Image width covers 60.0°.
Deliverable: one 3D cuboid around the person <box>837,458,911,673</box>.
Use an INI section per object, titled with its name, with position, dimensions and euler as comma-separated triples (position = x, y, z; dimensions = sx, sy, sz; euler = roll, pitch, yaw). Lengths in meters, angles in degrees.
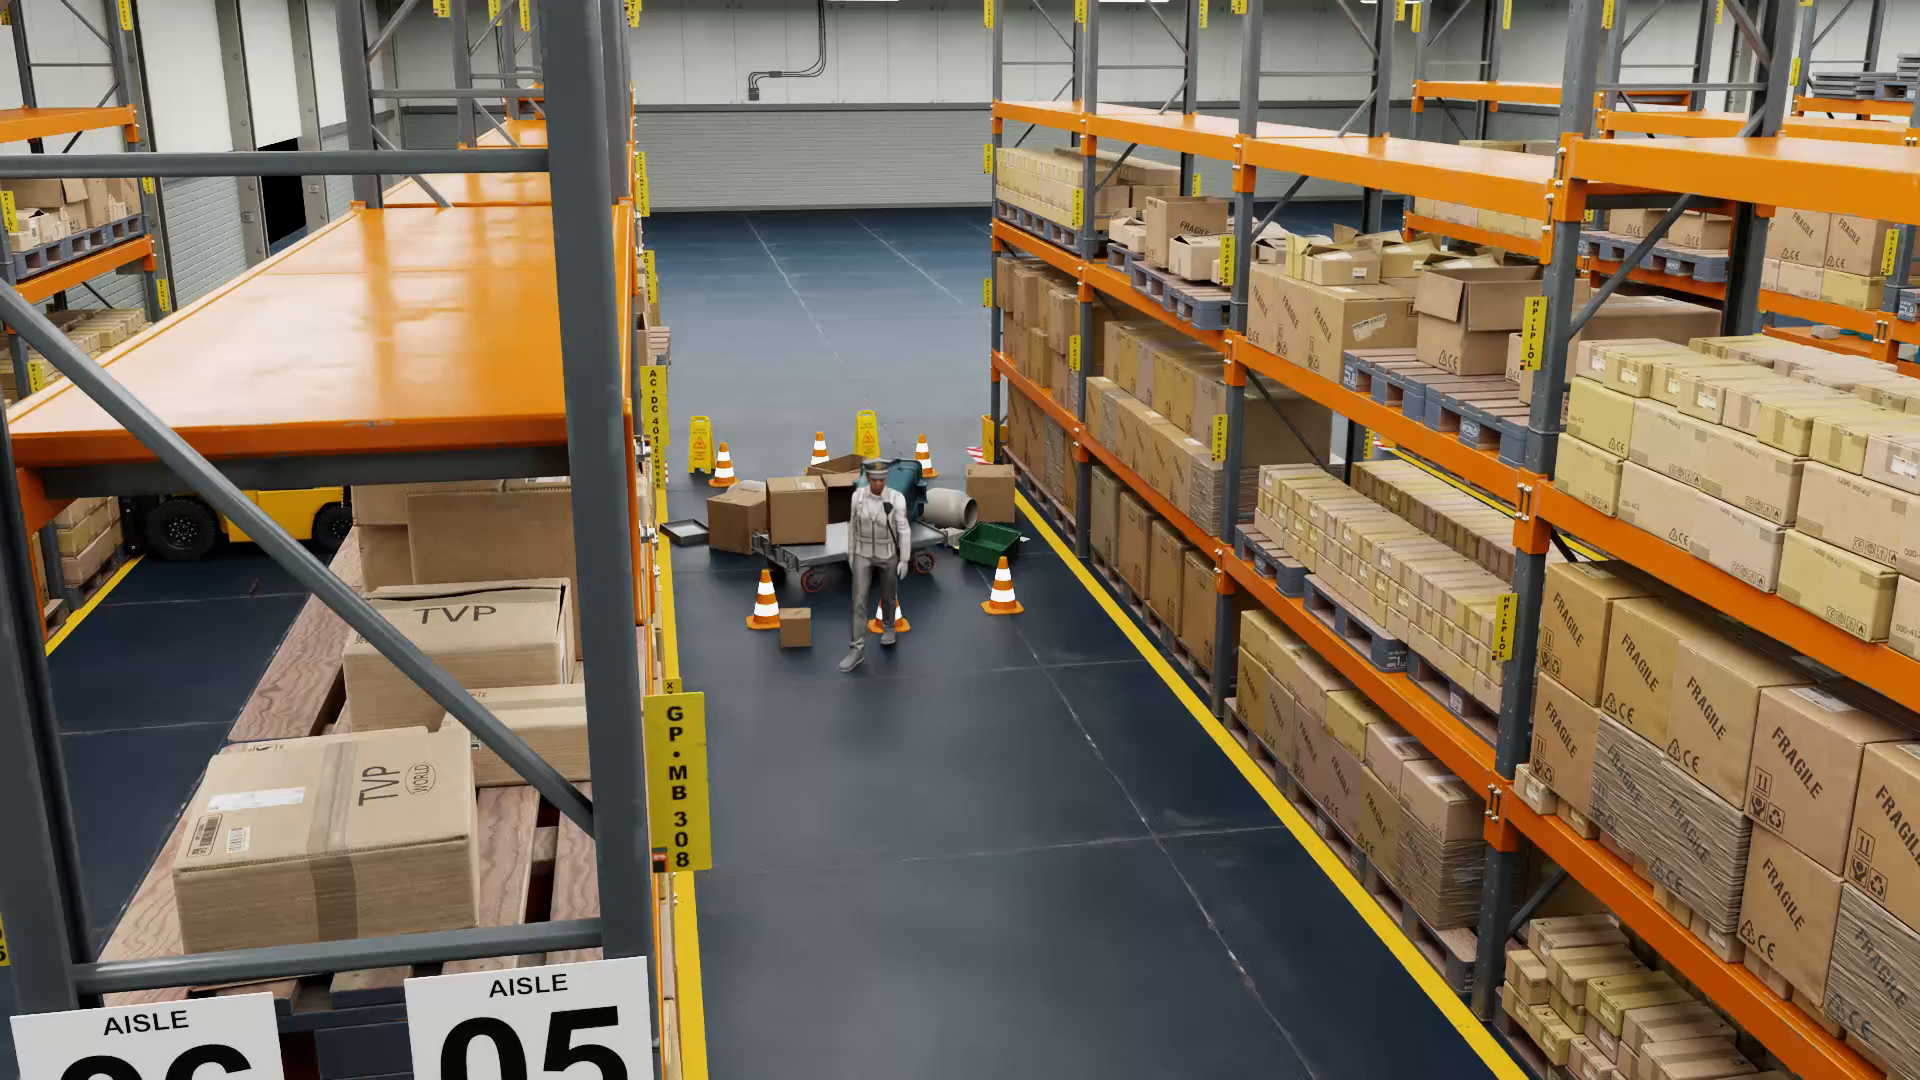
[person]
position = -0.655, 0.135, 13.086
dimensions = 0.546, 1.626, 0.874
euler = 1, 17, 4
